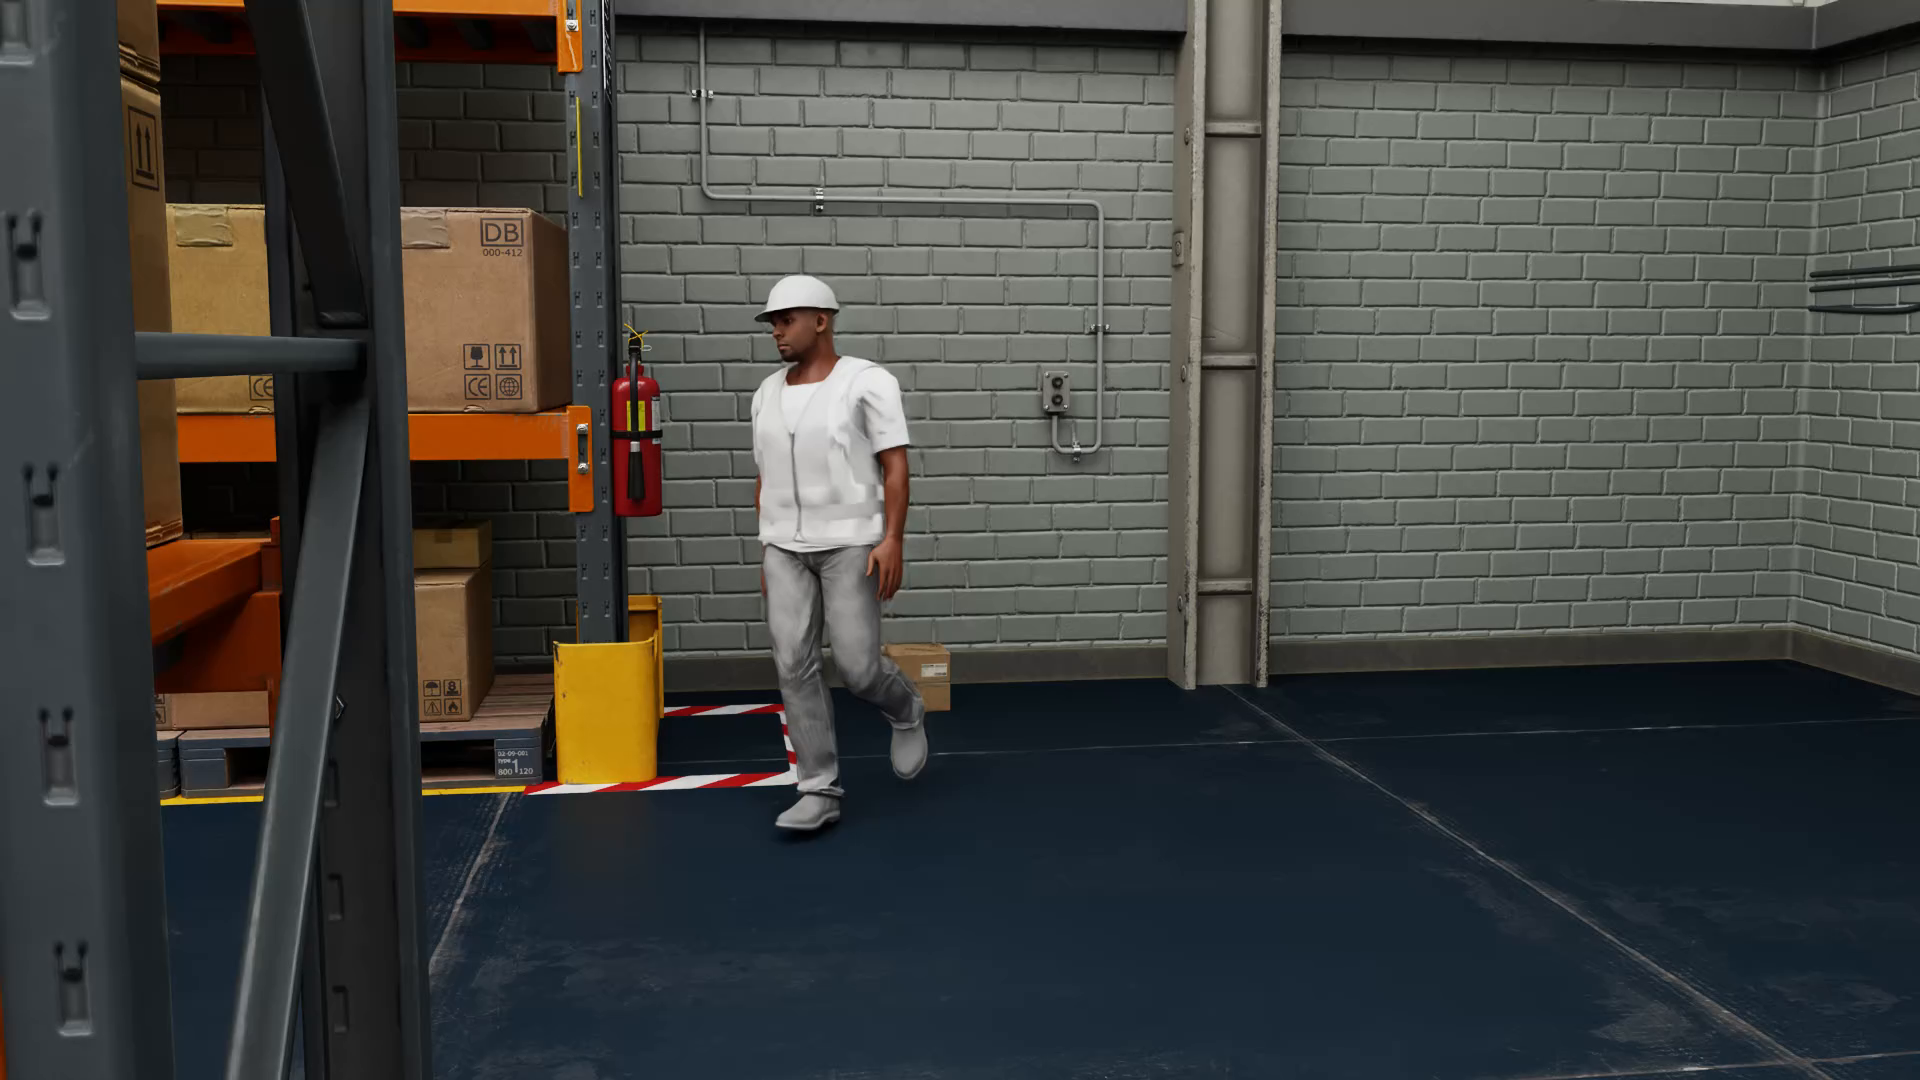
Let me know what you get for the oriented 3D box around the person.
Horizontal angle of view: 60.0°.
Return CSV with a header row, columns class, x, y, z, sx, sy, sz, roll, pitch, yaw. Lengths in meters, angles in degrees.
class,x,y,z,sx,sy,sz,roll,pitch,yaw
person,-0.424,0.023,5.373,0.586,1.739,0.737,3,7,24
